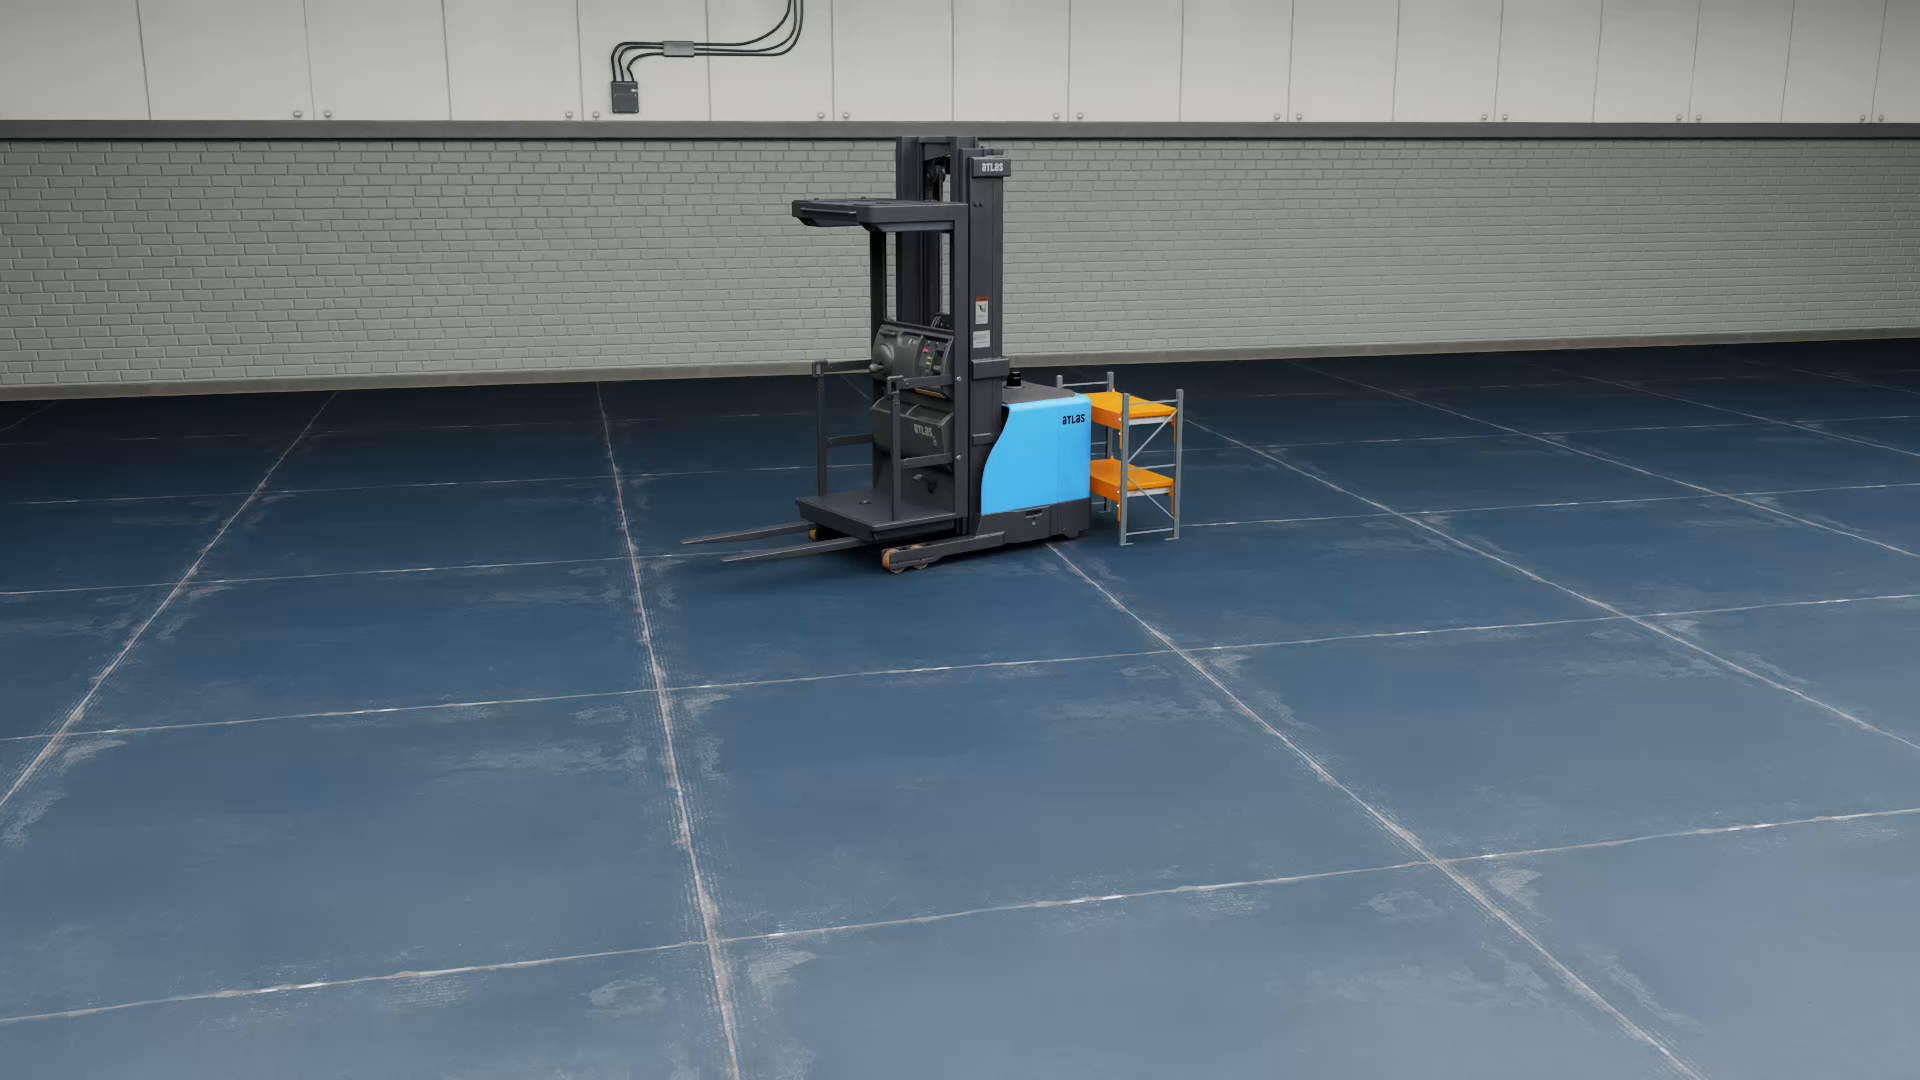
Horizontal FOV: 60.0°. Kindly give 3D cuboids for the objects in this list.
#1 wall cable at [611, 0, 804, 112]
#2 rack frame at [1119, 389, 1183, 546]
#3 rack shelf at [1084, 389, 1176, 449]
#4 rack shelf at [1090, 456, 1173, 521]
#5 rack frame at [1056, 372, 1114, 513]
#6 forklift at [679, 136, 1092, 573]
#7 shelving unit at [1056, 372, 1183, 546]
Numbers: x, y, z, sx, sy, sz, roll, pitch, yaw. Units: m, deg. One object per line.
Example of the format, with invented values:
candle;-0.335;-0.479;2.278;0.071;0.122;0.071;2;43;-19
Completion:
wall cable;-2.987;-8.042;19.216;2.305;6.003;0.169;-3;14;-13
rack frame;1.406;-0.533;12.238;0.500;1.125;0.032;-6;15;-24
rack shelf;1.191;-0.927;12.616;0.538;0.278;1.000;-6;15;-24
rack shelf;1.191;-0.405;12.744;0.538;0.278;1.000;-6;15;-24
rack frame;0.977;-0.752;13.133;0.500;1.125;0.032;-6;15;-24
forklift;-0.509;-1.338;11.728;3.031;2.935;1.130;-10;17;-34
shelving unit;1.191;-0.642;12.686;0.538;1.125;1.048;-6;15;-24
